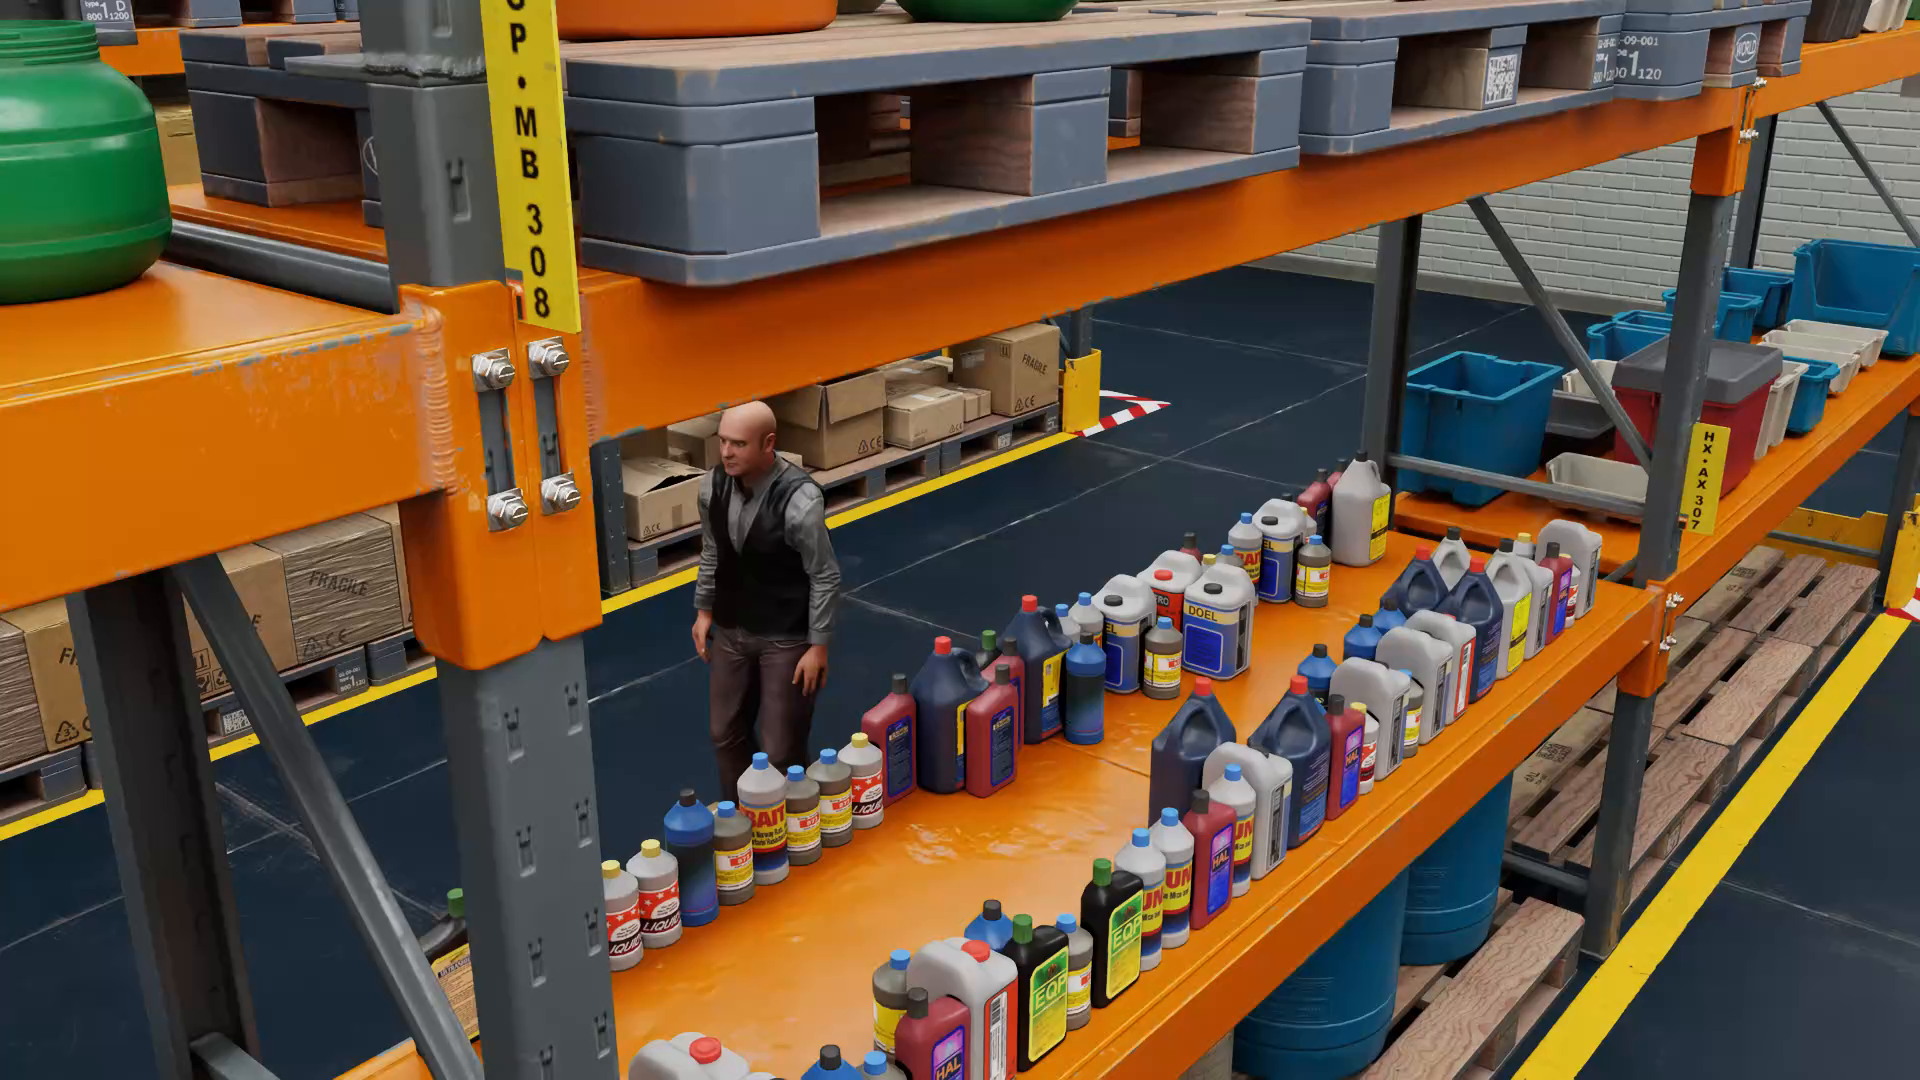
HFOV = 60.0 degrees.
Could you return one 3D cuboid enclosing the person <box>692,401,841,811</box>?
[{"bbox_3d":[-0.659,0.332,5.701,0.591,1.720,0.423,14,24,33],"label":"person"}]
